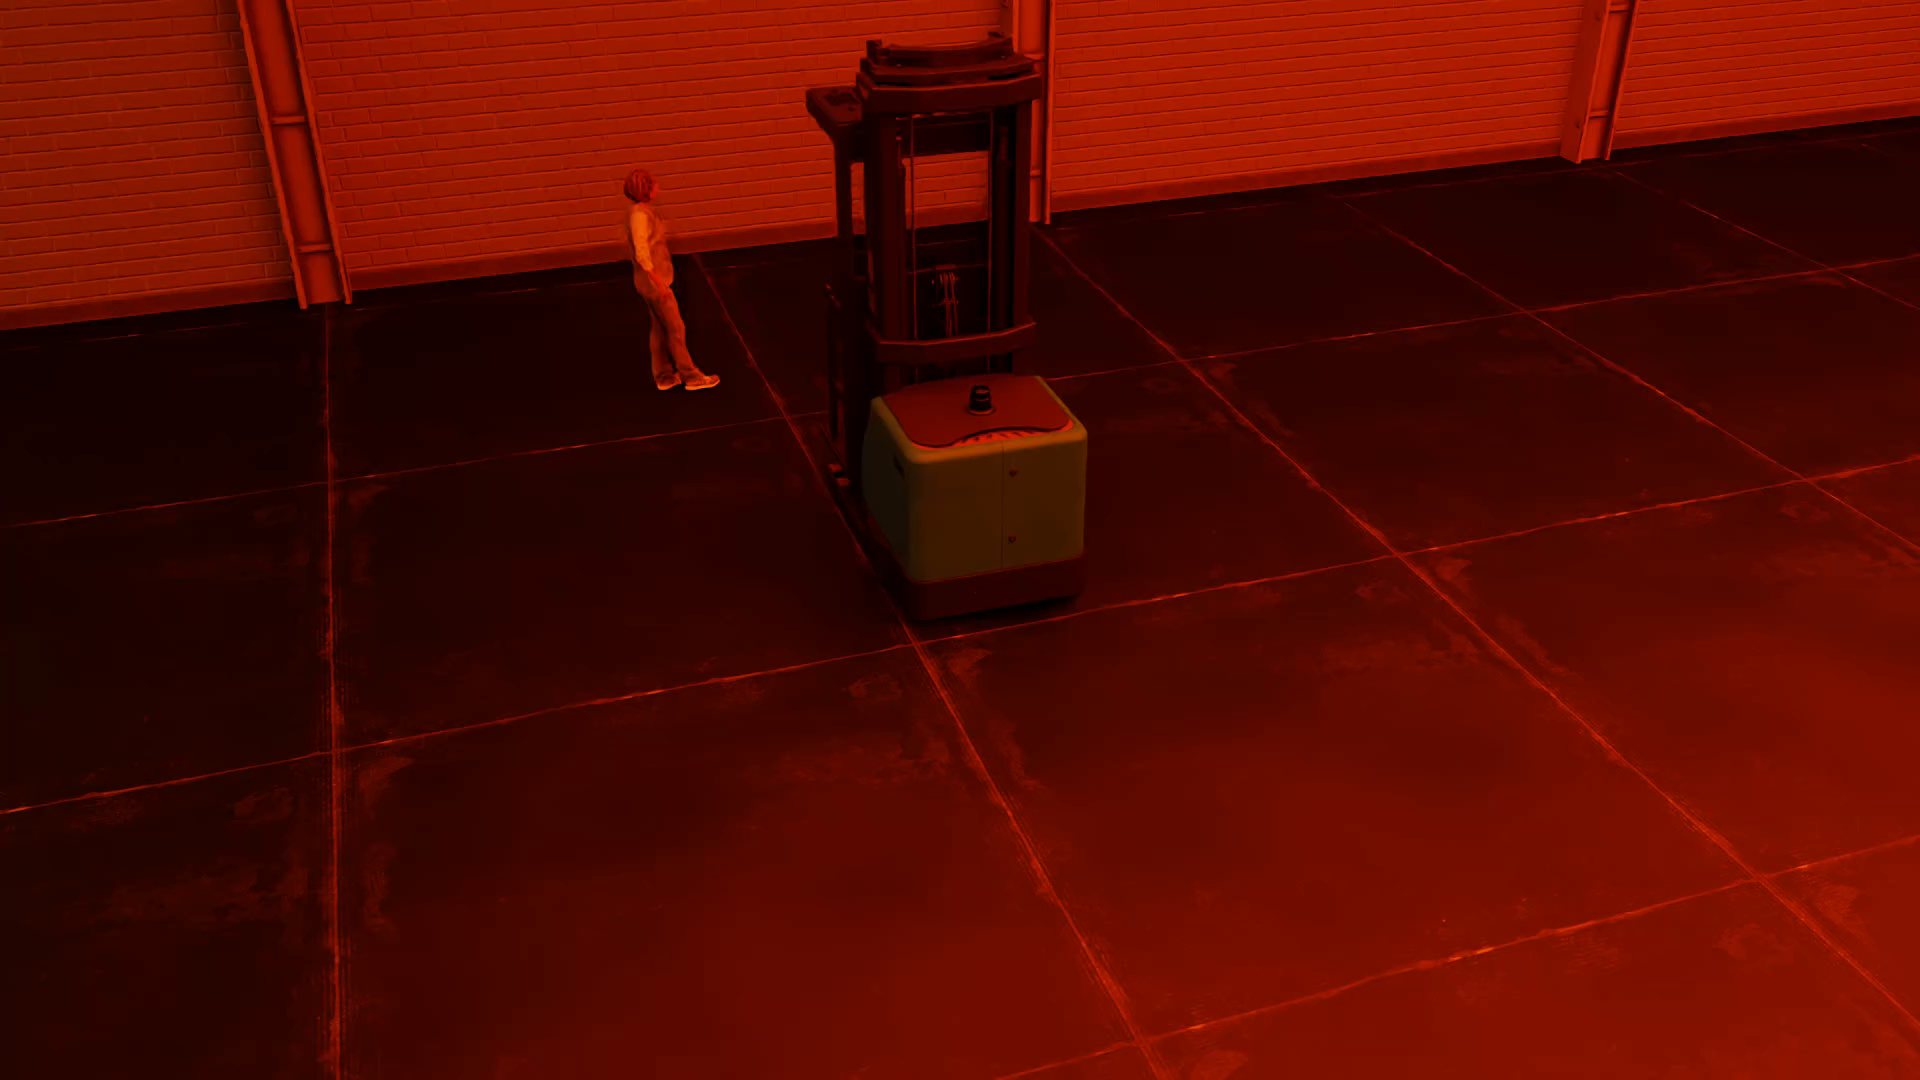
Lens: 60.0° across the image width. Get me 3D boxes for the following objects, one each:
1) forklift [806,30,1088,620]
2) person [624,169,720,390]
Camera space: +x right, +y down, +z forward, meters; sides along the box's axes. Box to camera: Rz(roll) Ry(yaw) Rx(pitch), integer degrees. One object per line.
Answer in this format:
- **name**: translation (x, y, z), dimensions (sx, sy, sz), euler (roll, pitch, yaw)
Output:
- **forklift**: translation (-0.234, -1.552, 9.785), dimensions (1.130, 2.935, 3.031), euler (-9, 31, -15)
- **person**: translation (-1.993, -1.787, 11.520), dimensions (0.552, 1.598, 0.498), euler (-5, 30, -9)
